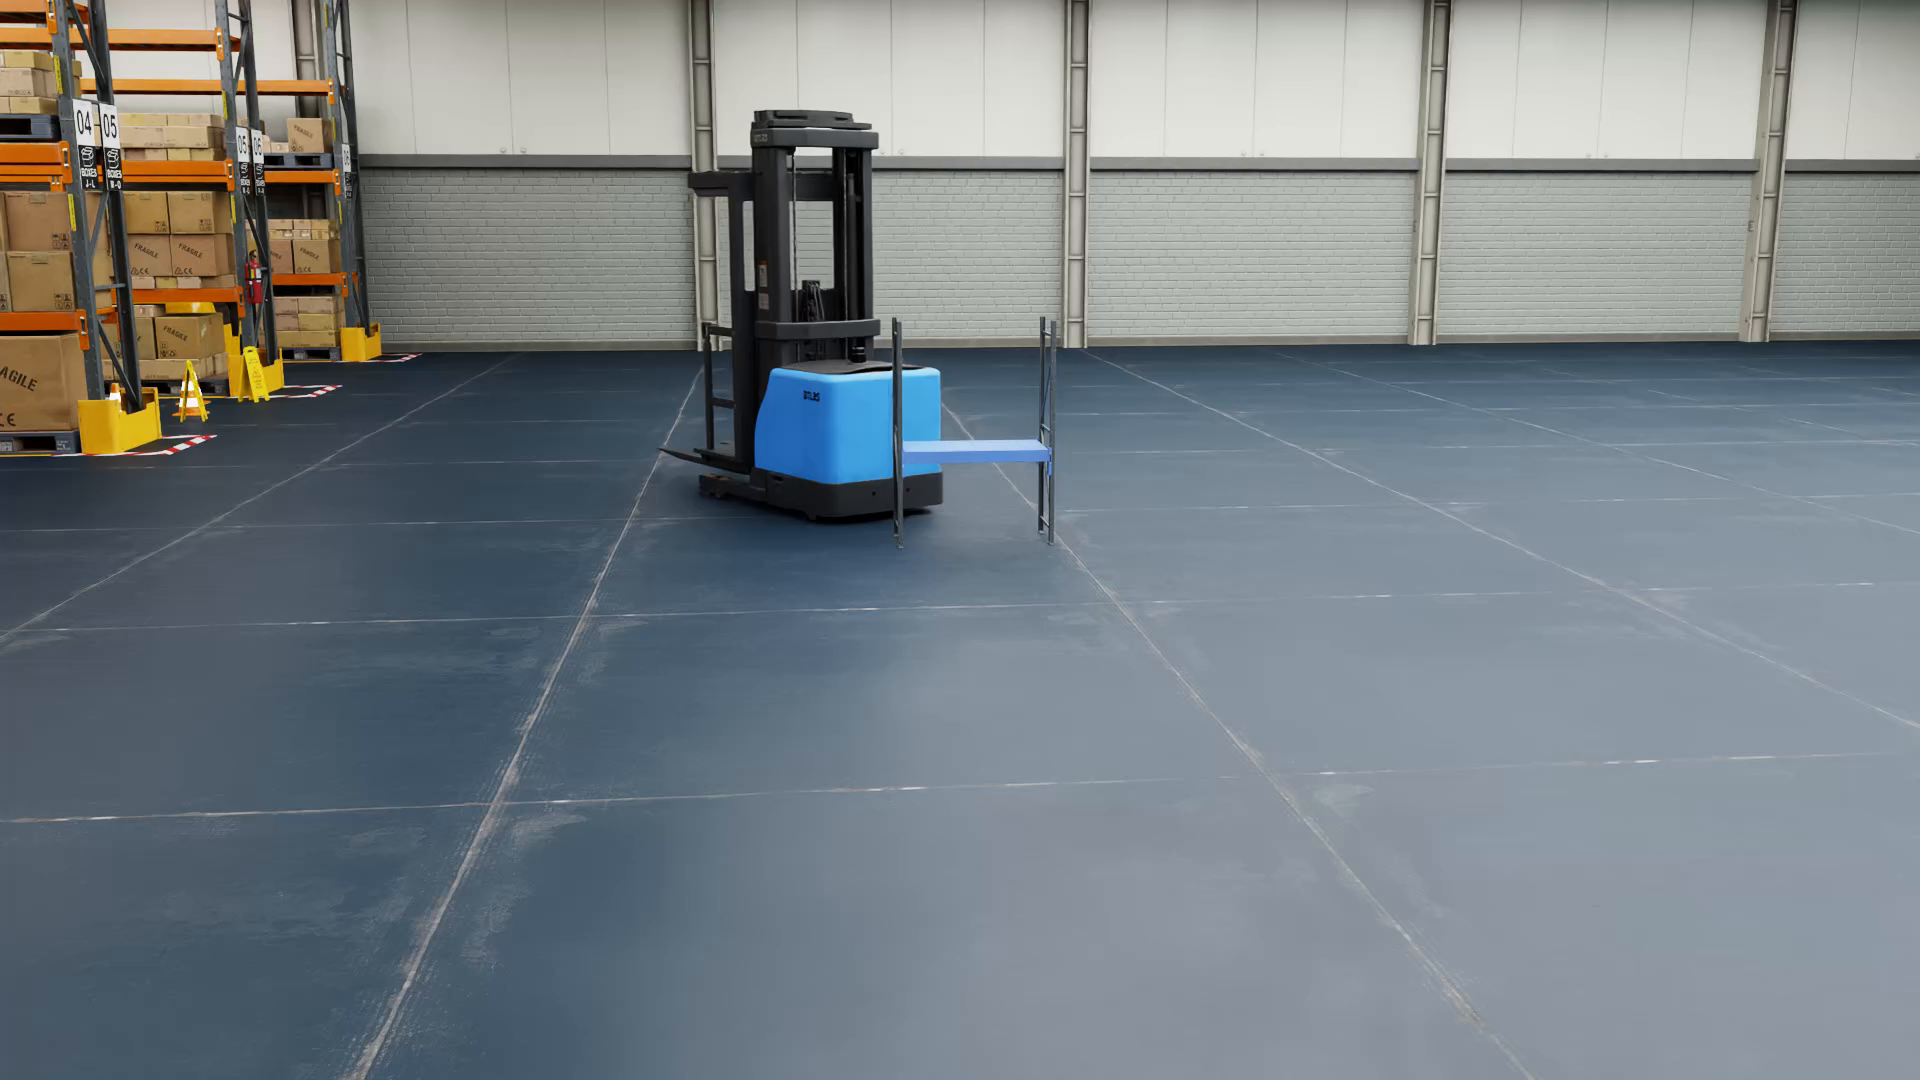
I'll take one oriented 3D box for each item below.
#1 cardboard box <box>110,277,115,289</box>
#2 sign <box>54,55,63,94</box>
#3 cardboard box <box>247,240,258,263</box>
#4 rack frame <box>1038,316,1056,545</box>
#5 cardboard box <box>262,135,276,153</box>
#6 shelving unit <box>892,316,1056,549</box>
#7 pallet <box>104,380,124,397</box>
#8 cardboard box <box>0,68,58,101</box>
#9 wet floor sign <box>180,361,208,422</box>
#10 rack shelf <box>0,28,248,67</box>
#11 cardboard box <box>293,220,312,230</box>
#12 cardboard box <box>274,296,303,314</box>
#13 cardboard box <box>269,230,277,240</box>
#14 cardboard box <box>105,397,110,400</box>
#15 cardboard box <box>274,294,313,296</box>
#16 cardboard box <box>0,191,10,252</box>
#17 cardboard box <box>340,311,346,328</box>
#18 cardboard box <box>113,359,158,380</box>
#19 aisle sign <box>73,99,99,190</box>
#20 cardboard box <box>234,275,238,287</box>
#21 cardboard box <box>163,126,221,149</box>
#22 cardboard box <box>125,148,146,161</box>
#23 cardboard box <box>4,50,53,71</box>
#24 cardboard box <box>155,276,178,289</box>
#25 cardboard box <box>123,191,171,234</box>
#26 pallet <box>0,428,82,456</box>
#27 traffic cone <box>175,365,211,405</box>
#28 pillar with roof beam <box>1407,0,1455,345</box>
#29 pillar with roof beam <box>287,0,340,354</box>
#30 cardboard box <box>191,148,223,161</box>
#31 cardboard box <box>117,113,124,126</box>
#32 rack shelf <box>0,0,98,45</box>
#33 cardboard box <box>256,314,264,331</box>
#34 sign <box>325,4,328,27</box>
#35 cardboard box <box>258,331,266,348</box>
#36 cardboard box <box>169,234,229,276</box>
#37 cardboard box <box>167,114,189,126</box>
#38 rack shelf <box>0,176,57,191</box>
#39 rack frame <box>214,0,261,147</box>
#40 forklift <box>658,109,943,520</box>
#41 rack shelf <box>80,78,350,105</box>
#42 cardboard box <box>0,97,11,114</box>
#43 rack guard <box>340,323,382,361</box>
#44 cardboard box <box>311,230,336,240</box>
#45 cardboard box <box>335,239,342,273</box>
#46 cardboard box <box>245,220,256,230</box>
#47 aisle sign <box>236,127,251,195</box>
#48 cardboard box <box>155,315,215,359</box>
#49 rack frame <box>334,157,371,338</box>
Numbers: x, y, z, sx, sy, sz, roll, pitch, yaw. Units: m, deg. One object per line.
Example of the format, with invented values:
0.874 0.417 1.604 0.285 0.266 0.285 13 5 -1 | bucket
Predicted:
-10.315 -3.114 20.083 0.250 0.149 0.380 -1 11 -7 | cardboard box
-8.023 -4.142 14.795 0.005 0.325 0.100 -1 11 -6 | sign
-10.729 -4.247 24.934 0.500 0.500 0.500 -1 11 -7 | cardboard box
0.590 -0.748 11.286 0.032 1.500 0.500 -1 11 -6 | rack frame
-10.285 -5.858 24.615 0.258 0.266 0.396 -1 11 -6 | cardboard box
0.085 -0.738 11.232 1.048 1.500 0.538 -1 11 -6 | shelving unit
-10.800 -1.921 20.594 1.213 0.211 1.003 -1 11 -6 | pallet
-8.524 -4.115 15.015 0.500 0.250 0.500 -1 11 -5 | cardboard box
-8.253 -1.604 17.855 0.232 0.644 0.267 -3 12 -16 | wet floor sign
-10.691 -5.874 19.790 4.000 0.370 1.077 -1 11 -6 | rack shelf
-9.818 -4.732 24.952 0.250 0.149 0.380 -1 11 -6 | cardboard box
-10.173 -3.544 25.068 0.500 0.250 0.500 -1 11 -5 | cardboard box
-10.320 -4.577 24.931 0.250 0.149 0.380 -1 11 -6 | cardboard box
-9.787 -1.513 18.677 0.250 0.149 0.380 5 12 23 | cardboard box
-10.237 -3.641 25.558 0.500 0.250 0.500 -1 11 -6 | cardboard box
-8.977 -2.953 15.425 0.550 0.550 0.875 -1 11 -6 | cardboard box
-9.732 -3.410 25.682 0.500 0.250 0.500 -1 11 -5 | cardboard box
-9.993 -2.105 20.341 0.500 0.250 0.500 -1 11 -6 | cardboard box
-7.965 -3.599 15.157 0.004 0.787 0.394 -1 11 -6 | aisle sign
-9.063 -3.236 20.701 0.250 0.149 0.380 -1 11 -6 | cardboard box
-9.182 -4.808 19.891 0.500 0.250 0.500 -1 11 -7 | cardboard box
-9.798 -4.611 19.920 0.250 0.149 0.380 -1 11 -6 | cardboard box
-8.366 -4.302 14.934 0.250 0.149 0.380 -1 11 -6 | cardboard box
-9.548 -3.126 20.146 0.250 0.149 0.380 -1 11 -7 | cardboard box
-9.691 -3.950 20.063 0.500 0.500 0.700 -1 11 -6 | cardboard box
-8.854 -0.979 15.801 1.213 0.211 1.003 -1 11 -6 | pallet
-8.991 -1.825 19.452 0.334 0.463 0.336 -1 11 -6 | traffic cone
8.328 -6.929 23.287 0.400 9.000 9.100 -1 11 -6 | pillar with roof beam
-9.567 -6.554 21.380 0.400 9.000 9.100 -1 11 -6 | pillar with roof beam
-9.027 -4.614 19.935 0.250 0.149 0.380 -1 11 -6 | cardboard box
-10.021 -4.996 19.815 0.250 0.149 0.380 -1 11 -6 | cardboard box
-10.056 -4.732 15.011 4.000 0.370 1.077 -1 11 -6 | rack shelf
-10.703 -3.287 25.055 0.500 0.250 0.500 -1 11 -7 | cardboard box
-9.198 -7.615 24.146 0.005 0.325 0.100 -1 11 -6 | sign
-10.669 -3.047 25.132 0.500 0.250 0.500 -1 11 -5 | cardboard box
-9.212 -3.457 20.147 0.500 0.500 0.500 -1 11 -7 | cardboard box
-9.268 -5.004 19.856 0.250 0.149 0.380 -1 11 -5 | cardboard box
-15.207 -5.272 24.497 4.000 0.370 1.077 -1 11 -6 | rack shelf
-8.703 -6.270 19.932 0.127 3.000 1.000 -1 11 -6 | rack frame
-1.413 -1.814 12.996 1.130 2.935 3.031 -8 14 -36 | forklift
-11.231 -6.631 24.670 4.000 0.370 1.077 -1 11 -6 | rack shelf
-8.612 -3.906 14.986 0.250 0.149 0.380 -1 11 -6 | cardboard box
-9.218 -3.052 25.596 0.348 0.500 1.175 -1 11 -6 | rack guard
-9.557 -4.584 24.970 0.250 0.149 0.380 -1 11 -5 | cardboard box
-9.765 -4.370 25.562 0.500 0.500 0.500 -1 11 -4 | cardboard box
-10.577 -4.704 24.808 0.250 0.149 0.380 -1 11 -5 | cardboard box
-8.610 -4.547 19.984 0.004 0.787 0.394 -1 11 -6 | aisle sign
-9.471 -2.484 20.324 0.500 0.500 0.500 -1 11 -6 | cardboard box
-9.242 -4.278 25.353 0.127 3.000 1.000 -1 11 -6 | rack frame
